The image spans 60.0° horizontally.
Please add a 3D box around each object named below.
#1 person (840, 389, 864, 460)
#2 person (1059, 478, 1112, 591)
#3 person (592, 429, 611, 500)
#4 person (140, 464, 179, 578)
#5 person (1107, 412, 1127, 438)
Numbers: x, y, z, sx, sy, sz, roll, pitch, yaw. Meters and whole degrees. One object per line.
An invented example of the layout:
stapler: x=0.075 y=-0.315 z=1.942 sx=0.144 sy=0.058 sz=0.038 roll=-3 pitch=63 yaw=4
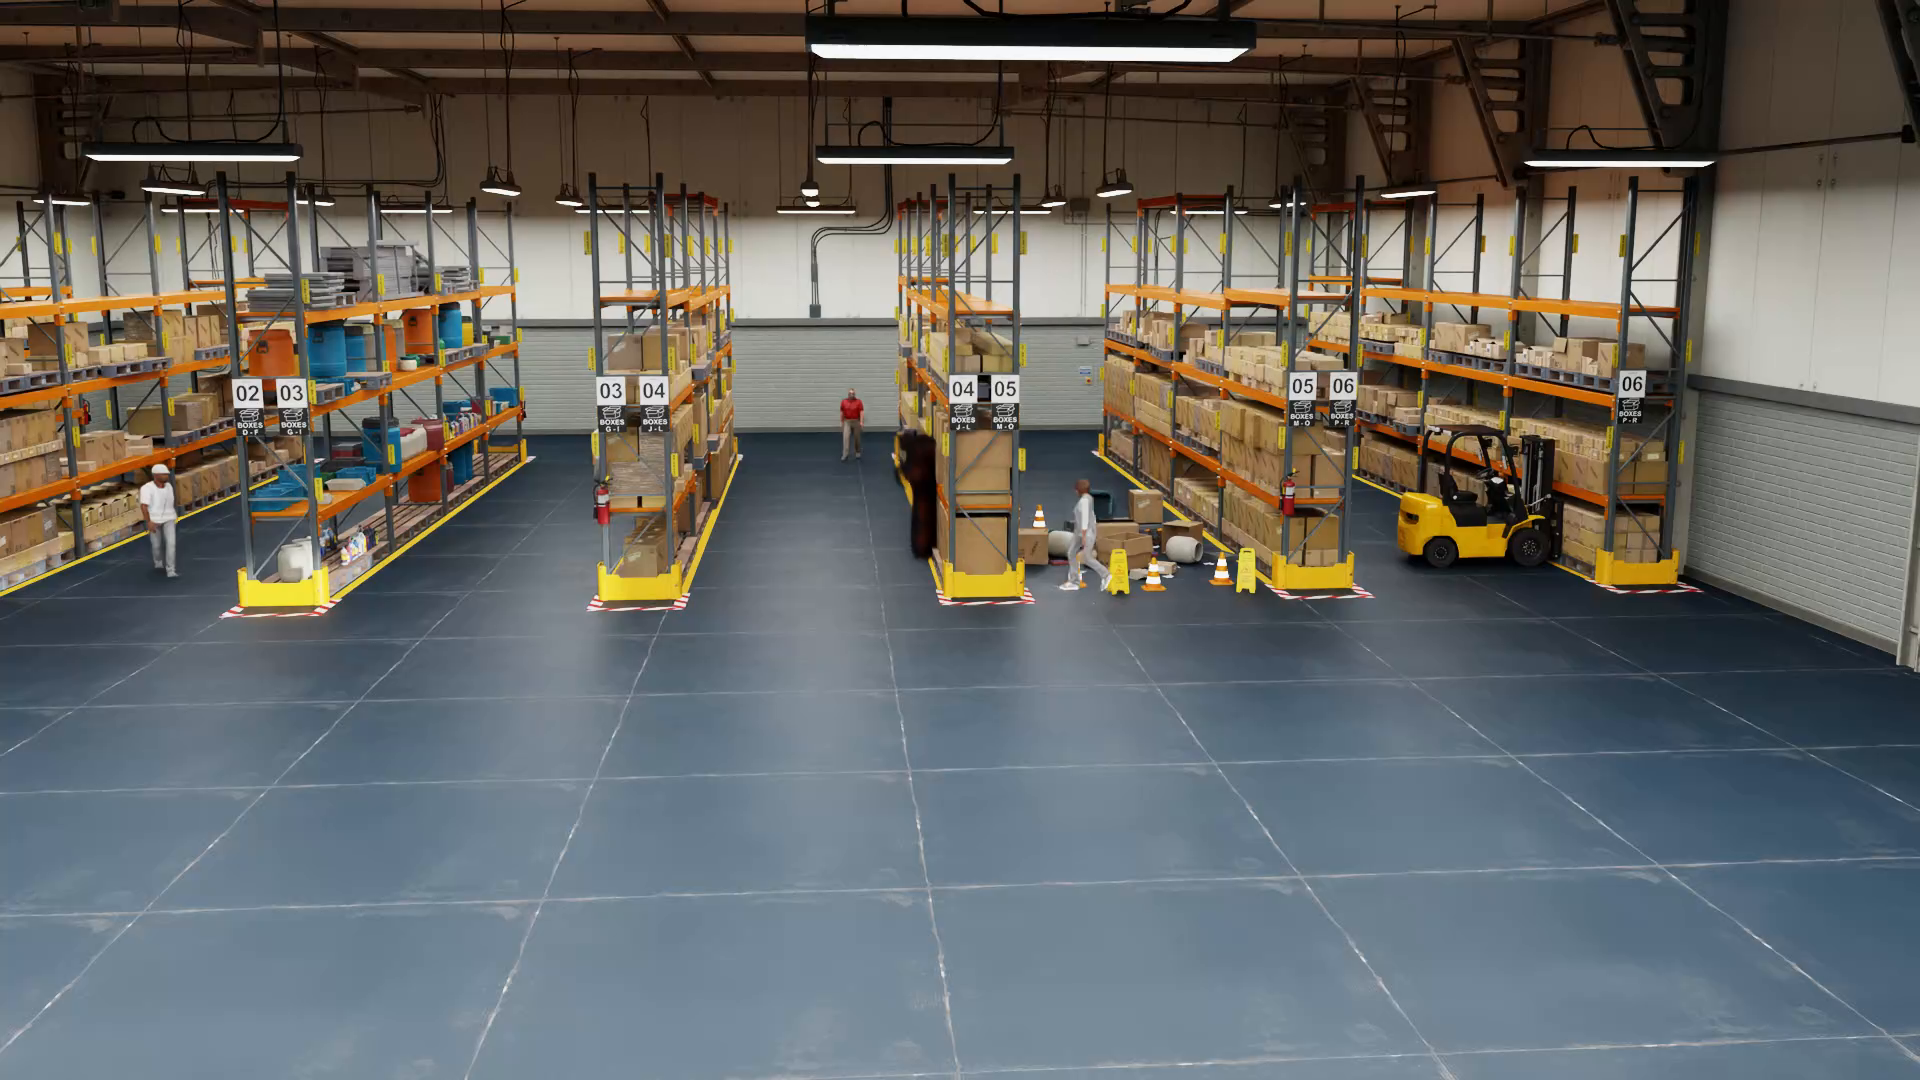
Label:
person: x=-2.559 y=-2.735 z=39.248 sx=0.590 sy=1.674 sz=1.009 roll=1 pitch=10 yaw=6
person: x=1.759 y=-0.059 z=22.973 sx=0.709 sy=1.579 sz=0.398 roll=-5 pitch=11 yaw=-26
person: x=-7.080 y=-1.633 z=33.176 sx=0.484 sy=1.632 sz=0.665 roll=-1 pitch=10 yaw=-6
person: x=-12.262 y=-0.301 z=25.484 sx=0.494 sy=1.736 sz=0.975 roll=-5 pitch=11 yaw=-25
person: x=4.016 y=-3.209 z=42.102 sx=0.575 sy=1.616 sz=0.997 roll=-5 pitch=11 yaw=-25
